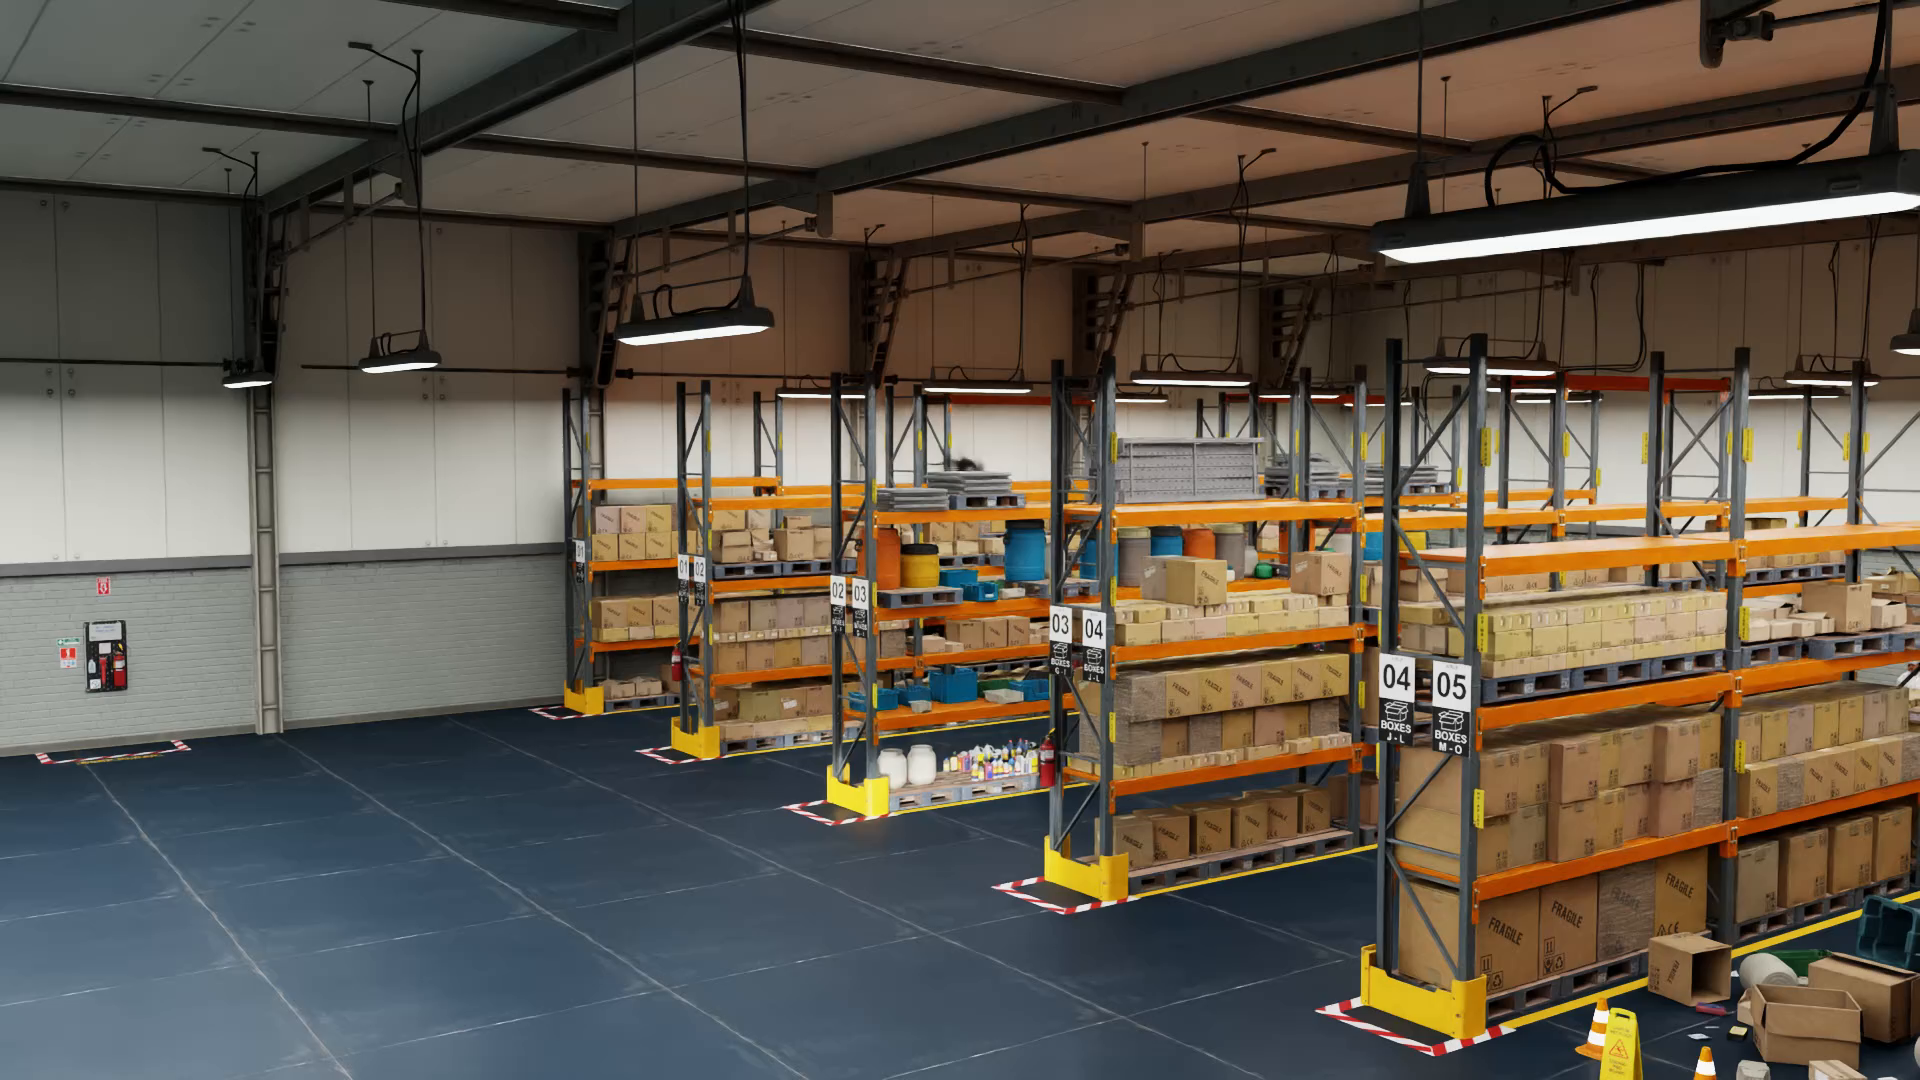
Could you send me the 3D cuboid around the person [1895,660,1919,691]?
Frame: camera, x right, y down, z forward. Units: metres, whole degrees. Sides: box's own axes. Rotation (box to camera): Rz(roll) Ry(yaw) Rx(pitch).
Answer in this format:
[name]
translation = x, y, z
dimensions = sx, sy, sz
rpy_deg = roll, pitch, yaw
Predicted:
[person]
translation = 15.085, 2.676, 26.192
dimensions = 0.850, 1.673, 0.660
rpy_deg = -4, 5, -45
